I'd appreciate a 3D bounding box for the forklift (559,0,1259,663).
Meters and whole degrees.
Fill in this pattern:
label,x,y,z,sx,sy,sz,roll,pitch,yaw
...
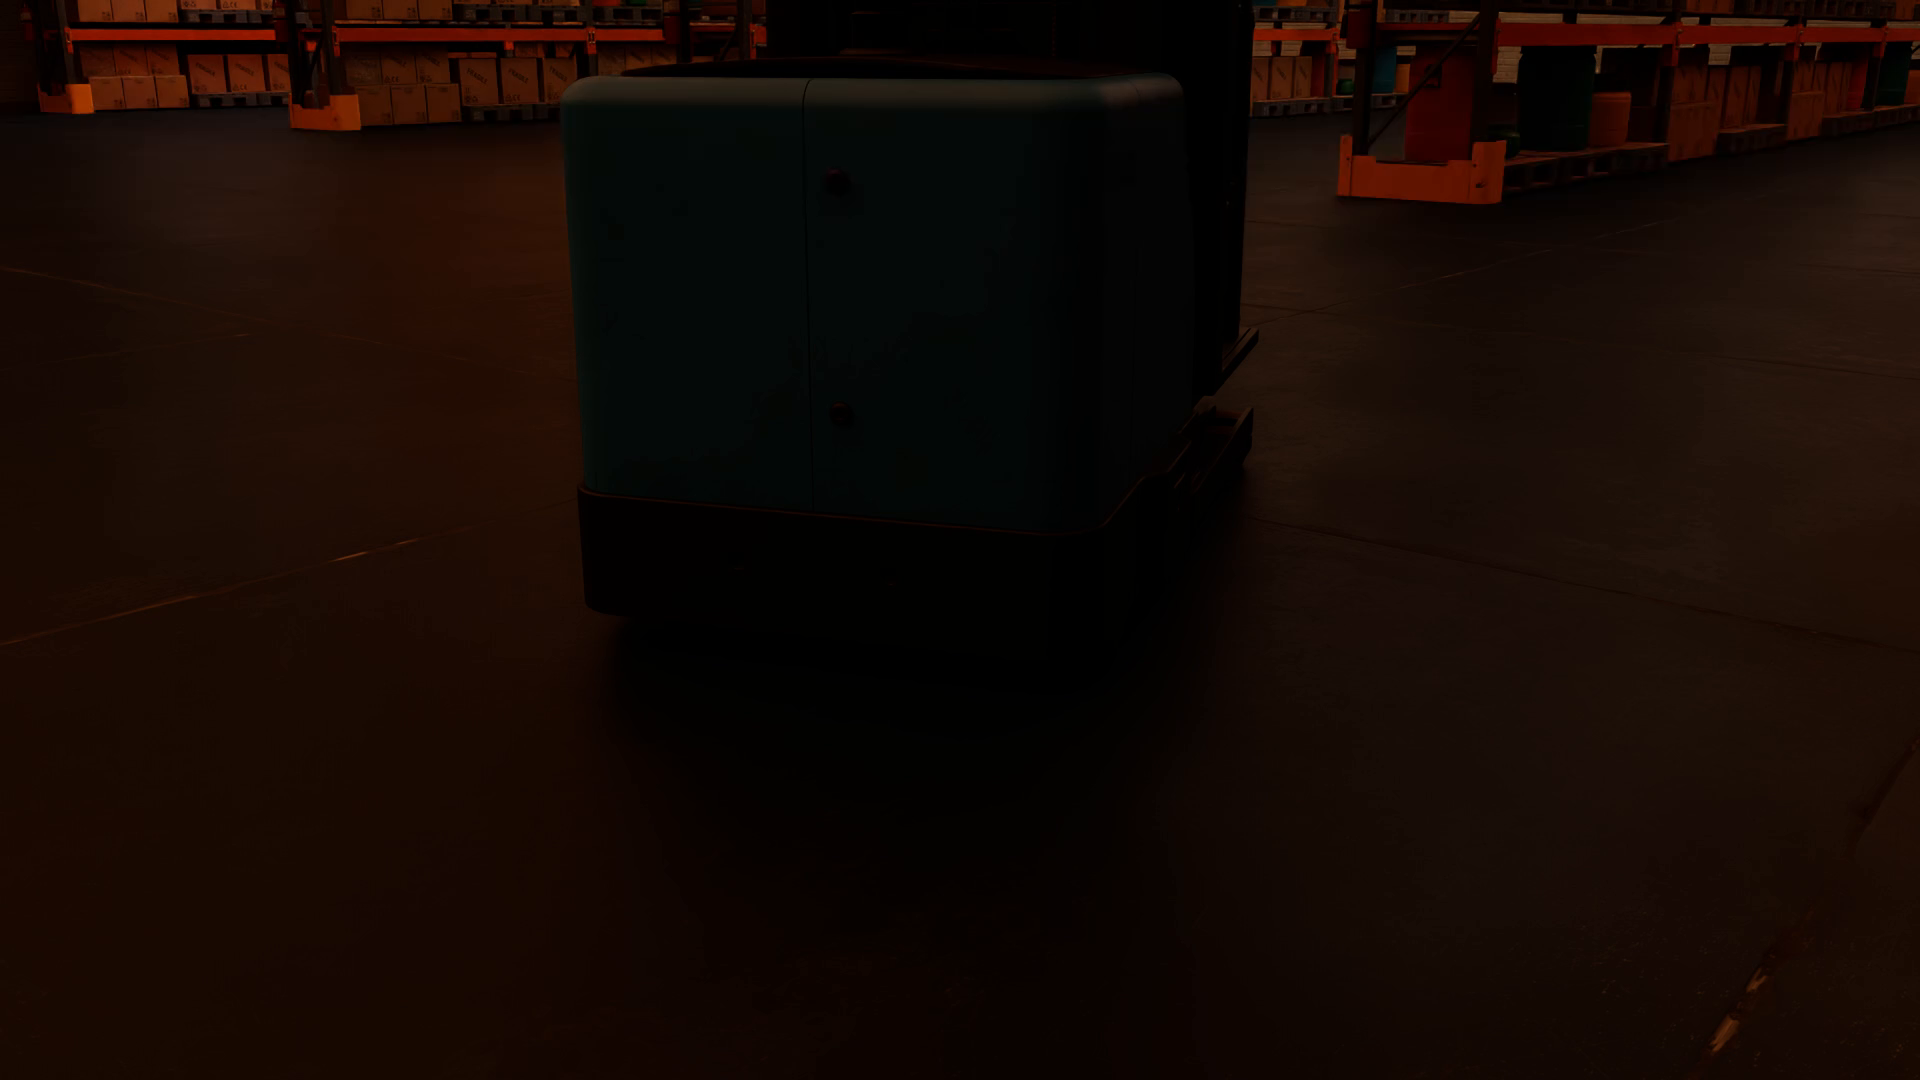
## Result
label,x,y,z,sx,sy,sz,roll,pitch,yaw
forklift,0.182,-1.571,4.072,1.130,2.935,3.031,5,18,17
